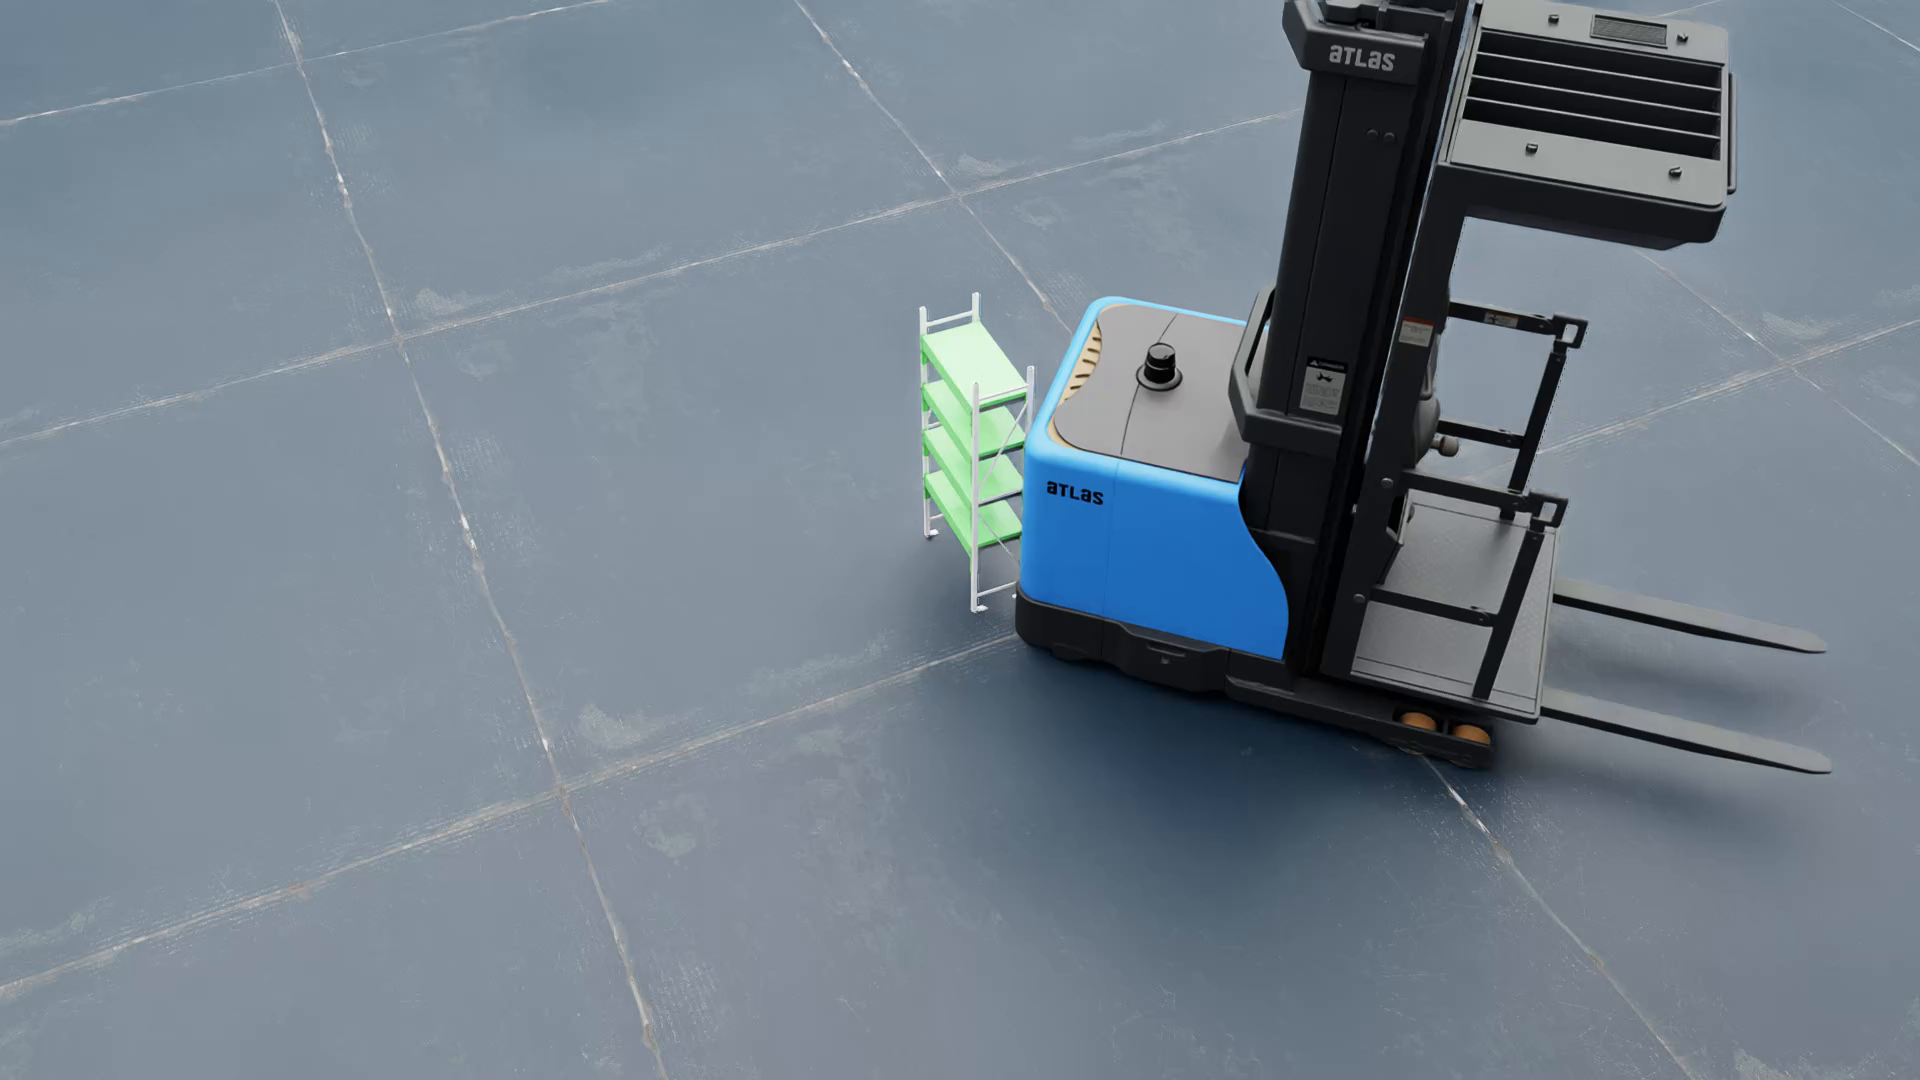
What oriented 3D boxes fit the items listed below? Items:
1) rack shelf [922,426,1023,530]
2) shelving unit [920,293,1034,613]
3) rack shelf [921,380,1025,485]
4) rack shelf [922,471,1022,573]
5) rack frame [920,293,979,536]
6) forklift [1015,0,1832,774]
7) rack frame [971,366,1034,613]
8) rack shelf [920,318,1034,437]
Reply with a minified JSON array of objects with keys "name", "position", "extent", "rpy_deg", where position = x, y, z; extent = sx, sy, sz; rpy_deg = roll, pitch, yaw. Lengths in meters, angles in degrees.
[{"name":"rack shelf","position":[0.059,-0.280,6.639],"extent":[0.258,0.148,0.480],"rpy_deg":[-17,47,-17]},{"name":"shelving unit","position":[0.059,-0.325,6.594],"extent":[0.258,1.200,0.503],"rpy_deg":[-17,47,-17]},{"name":"rack shelf","position":[0.059,-0.451,6.471],"extent":[0.258,0.148,0.480],"rpy_deg":[-17,47,-17]},{"name":"rack shelf","position":[0.059,-0.109,6.808],"extent":[0.258,0.148,0.480],"rpy_deg":[-17,47,-17]},{"name":"rack frame","position":[-0.040,-0.482,6.753],"extent":[0.240,1.200,0.015],"rpy_deg":[-17,47,-17]},{"name":"forklift","position":[1.795,-0.611,5.651],"extent":[3.031,2.935,1.130],"rpy_deg":[13,46,13]},{"name":"rack frame","position":[0.158,-0.169,6.435],"extent":[0.240,1.200,0.015],"rpy_deg":[-17,47,-17]},{"name":"rack shelf","position":[0.059,-0.622,6.302],"extent":[0.258,0.148,0.480],"rpy_deg":[-17,47,-17]}]
